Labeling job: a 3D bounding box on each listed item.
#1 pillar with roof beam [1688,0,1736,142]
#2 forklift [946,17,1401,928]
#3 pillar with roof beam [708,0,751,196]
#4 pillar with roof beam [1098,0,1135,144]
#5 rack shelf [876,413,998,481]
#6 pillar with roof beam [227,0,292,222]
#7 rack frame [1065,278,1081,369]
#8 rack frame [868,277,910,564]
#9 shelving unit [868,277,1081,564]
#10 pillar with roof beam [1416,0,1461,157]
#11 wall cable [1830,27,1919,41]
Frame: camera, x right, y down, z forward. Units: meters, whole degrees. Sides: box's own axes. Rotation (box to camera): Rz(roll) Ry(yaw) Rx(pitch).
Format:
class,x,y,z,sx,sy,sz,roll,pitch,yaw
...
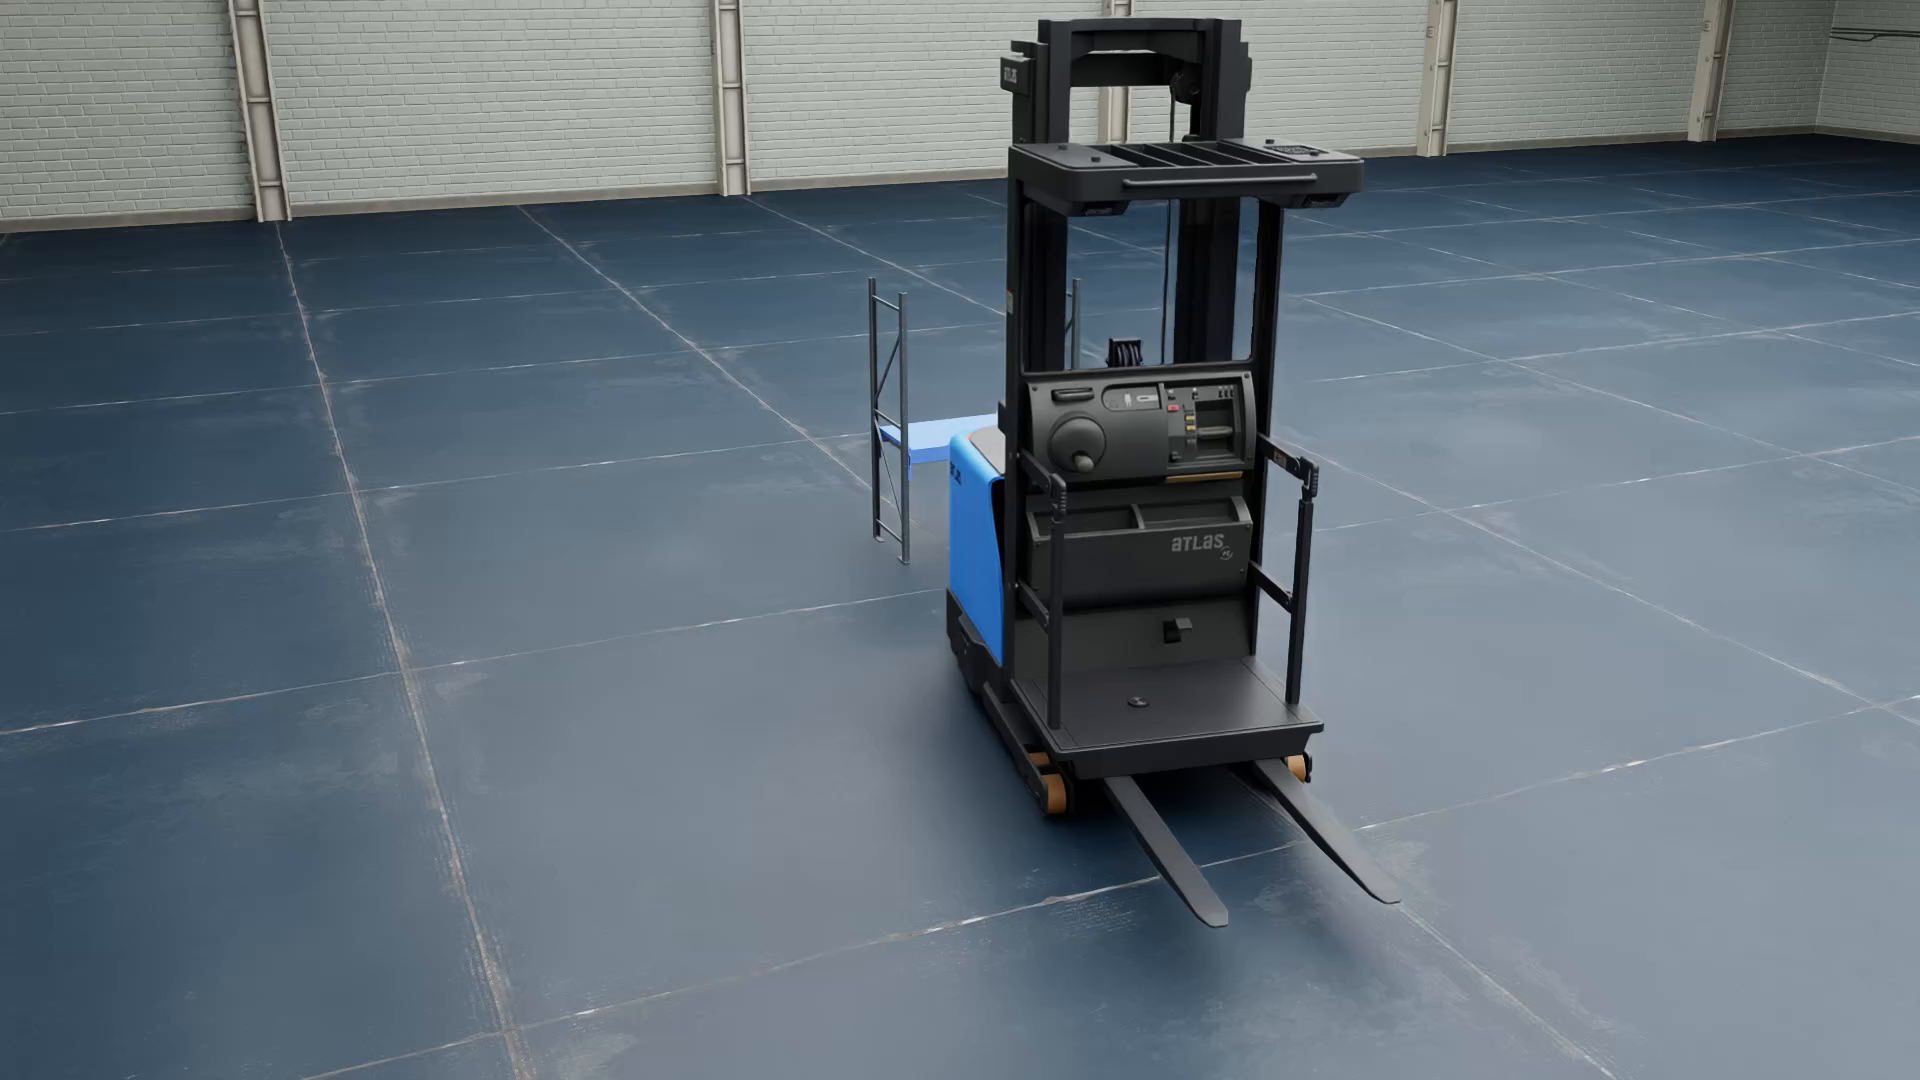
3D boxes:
class,x,y,z,sx,sy,sz,roll,pitch,yaw
pillar with roof beam,15.073,-10.144,24.783,0.400,9.000,9.100,-8,21,-22
forklift,0.777,-0.447,6.378,1.130,2.935,3.031,-5,20,-13
pillar with roof beam,-1.455,-7.776,18.058,0.400,9.000,9.100,-8,21,-22
pillar with roof beam,4.055,-8.566,20.300,0.400,9.000,9.100,-8,21,-22
rack shelf,0.078,-0.549,9.365,1.000,0.185,0.538,-8,21,-22
pillar with roof beam,-6.964,-6.987,15.816,0.400,9.000,9.100,-8,21,-22
rack frame,0.545,-0.786,9.495,0.032,1.500,0.500,-8,21,-22
rack frame,-0.388,-0.652,9.115,0.032,1.500,0.500,-8,21,-22
shelving unit,0.078,-0.719,9.305,1.048,1.500,0.538,-8,21,-22
pillar with roof beam,9.564,-9.355,22.541,0.400,9.000,9.100,-8,21,-22
wall cable,16.597,-9.977,28.983,0.112,2.526,3.097,-8,21,-22
